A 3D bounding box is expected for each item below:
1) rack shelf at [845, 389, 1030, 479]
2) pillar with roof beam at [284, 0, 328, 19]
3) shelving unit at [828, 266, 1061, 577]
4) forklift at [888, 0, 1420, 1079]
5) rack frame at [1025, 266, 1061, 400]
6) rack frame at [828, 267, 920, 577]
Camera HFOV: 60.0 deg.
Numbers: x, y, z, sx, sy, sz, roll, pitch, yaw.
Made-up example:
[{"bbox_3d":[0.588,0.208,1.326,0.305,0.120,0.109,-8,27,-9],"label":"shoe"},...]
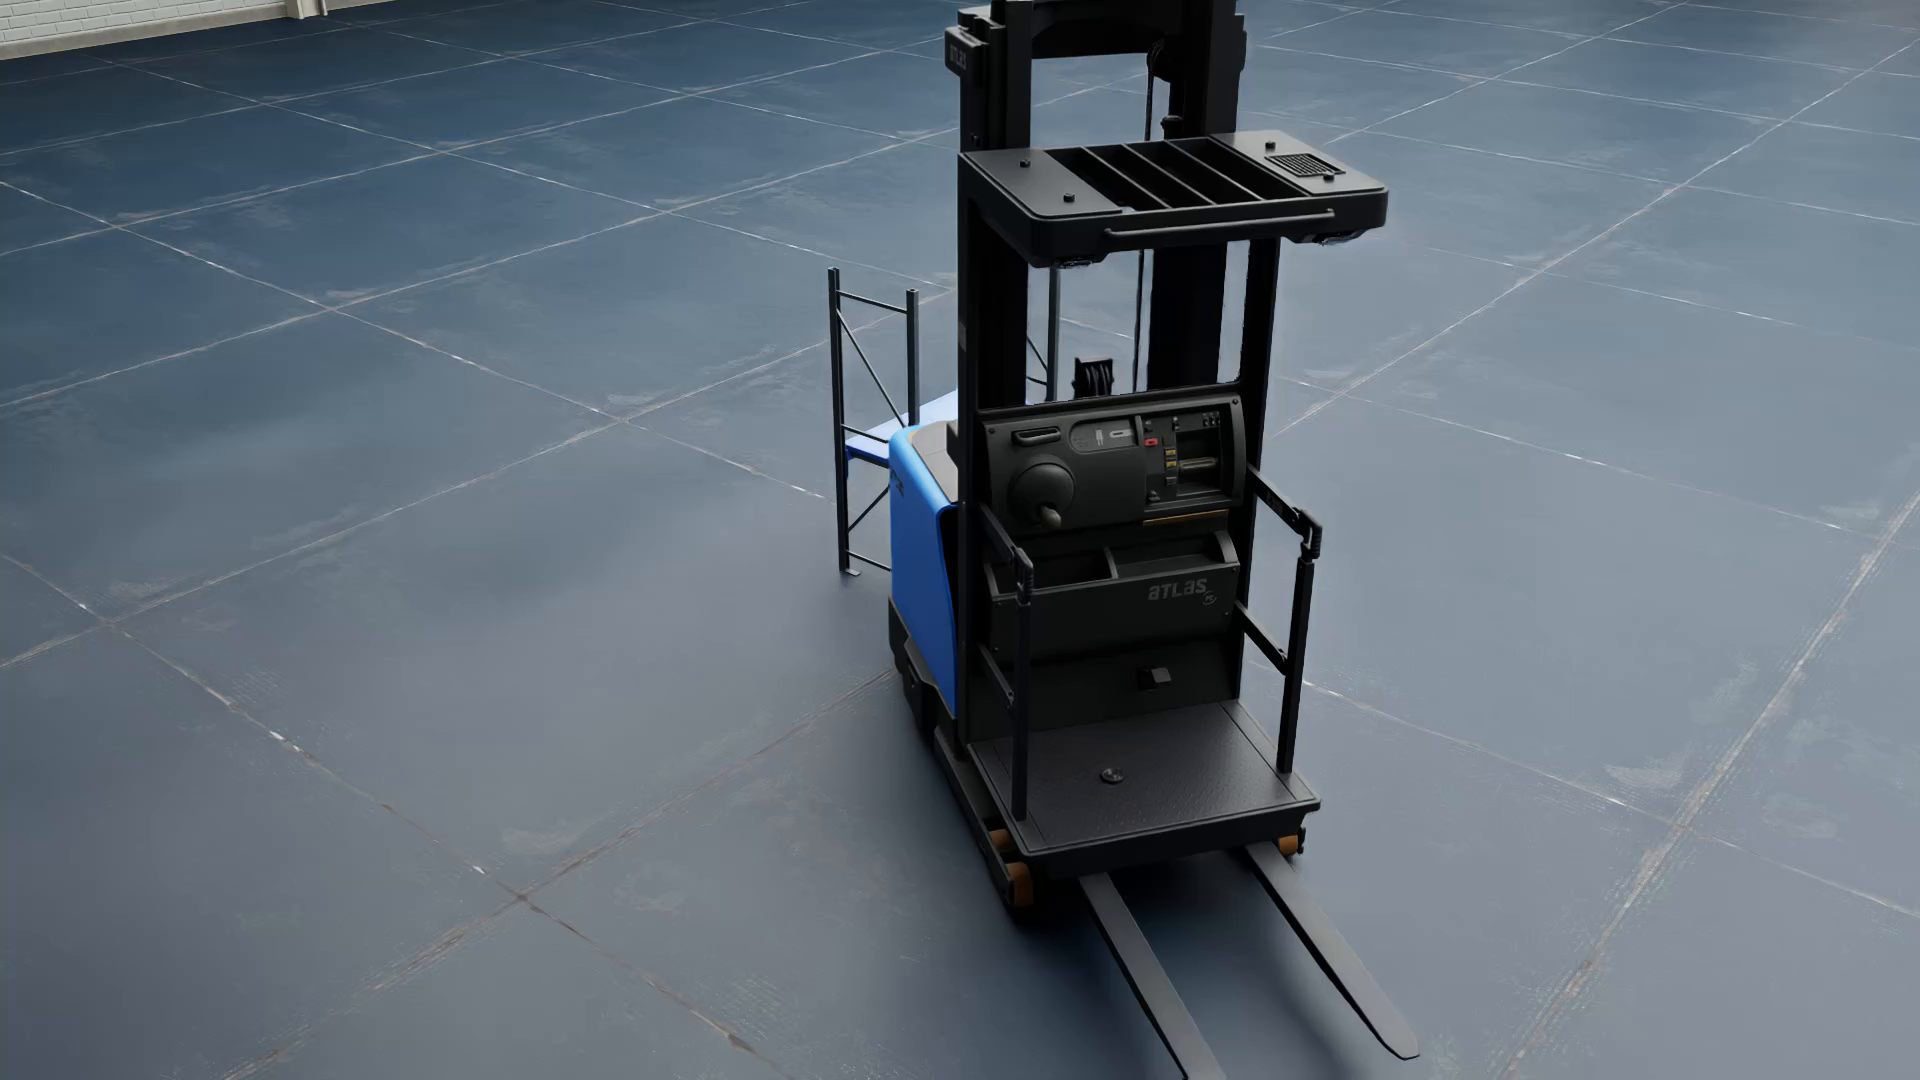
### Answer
[{"bbox_3d":[-0.054,-0.476,7.930,0.538,0.185,1.000,21,34,34],"label":"rack shelf"},{"bbox_3d":[-4.974,-9.405,16.637,9.100,9.000,0.400,21,34,34],"label":"pillar with roof beam"},{"bbox_3d":[-0.054,-0.636,7.847,0.538,1.500,1.048,21,34,34],"label":"shelving unit"},{"bbox_3d":[0.598,-0.223,5.492,1.130,2.935,3.031,-8,28,-15],"label":"forklift"},{"bbox_3d":[0.269,-0.816,8.195,0.500,1.500,0.032,21,34,34],"label":"rack frame"},{"bbox_3d":[-0.378,-0.456,7.499,0.500,1.500,0.032,21,34,34],"label":"rack frame"}]
